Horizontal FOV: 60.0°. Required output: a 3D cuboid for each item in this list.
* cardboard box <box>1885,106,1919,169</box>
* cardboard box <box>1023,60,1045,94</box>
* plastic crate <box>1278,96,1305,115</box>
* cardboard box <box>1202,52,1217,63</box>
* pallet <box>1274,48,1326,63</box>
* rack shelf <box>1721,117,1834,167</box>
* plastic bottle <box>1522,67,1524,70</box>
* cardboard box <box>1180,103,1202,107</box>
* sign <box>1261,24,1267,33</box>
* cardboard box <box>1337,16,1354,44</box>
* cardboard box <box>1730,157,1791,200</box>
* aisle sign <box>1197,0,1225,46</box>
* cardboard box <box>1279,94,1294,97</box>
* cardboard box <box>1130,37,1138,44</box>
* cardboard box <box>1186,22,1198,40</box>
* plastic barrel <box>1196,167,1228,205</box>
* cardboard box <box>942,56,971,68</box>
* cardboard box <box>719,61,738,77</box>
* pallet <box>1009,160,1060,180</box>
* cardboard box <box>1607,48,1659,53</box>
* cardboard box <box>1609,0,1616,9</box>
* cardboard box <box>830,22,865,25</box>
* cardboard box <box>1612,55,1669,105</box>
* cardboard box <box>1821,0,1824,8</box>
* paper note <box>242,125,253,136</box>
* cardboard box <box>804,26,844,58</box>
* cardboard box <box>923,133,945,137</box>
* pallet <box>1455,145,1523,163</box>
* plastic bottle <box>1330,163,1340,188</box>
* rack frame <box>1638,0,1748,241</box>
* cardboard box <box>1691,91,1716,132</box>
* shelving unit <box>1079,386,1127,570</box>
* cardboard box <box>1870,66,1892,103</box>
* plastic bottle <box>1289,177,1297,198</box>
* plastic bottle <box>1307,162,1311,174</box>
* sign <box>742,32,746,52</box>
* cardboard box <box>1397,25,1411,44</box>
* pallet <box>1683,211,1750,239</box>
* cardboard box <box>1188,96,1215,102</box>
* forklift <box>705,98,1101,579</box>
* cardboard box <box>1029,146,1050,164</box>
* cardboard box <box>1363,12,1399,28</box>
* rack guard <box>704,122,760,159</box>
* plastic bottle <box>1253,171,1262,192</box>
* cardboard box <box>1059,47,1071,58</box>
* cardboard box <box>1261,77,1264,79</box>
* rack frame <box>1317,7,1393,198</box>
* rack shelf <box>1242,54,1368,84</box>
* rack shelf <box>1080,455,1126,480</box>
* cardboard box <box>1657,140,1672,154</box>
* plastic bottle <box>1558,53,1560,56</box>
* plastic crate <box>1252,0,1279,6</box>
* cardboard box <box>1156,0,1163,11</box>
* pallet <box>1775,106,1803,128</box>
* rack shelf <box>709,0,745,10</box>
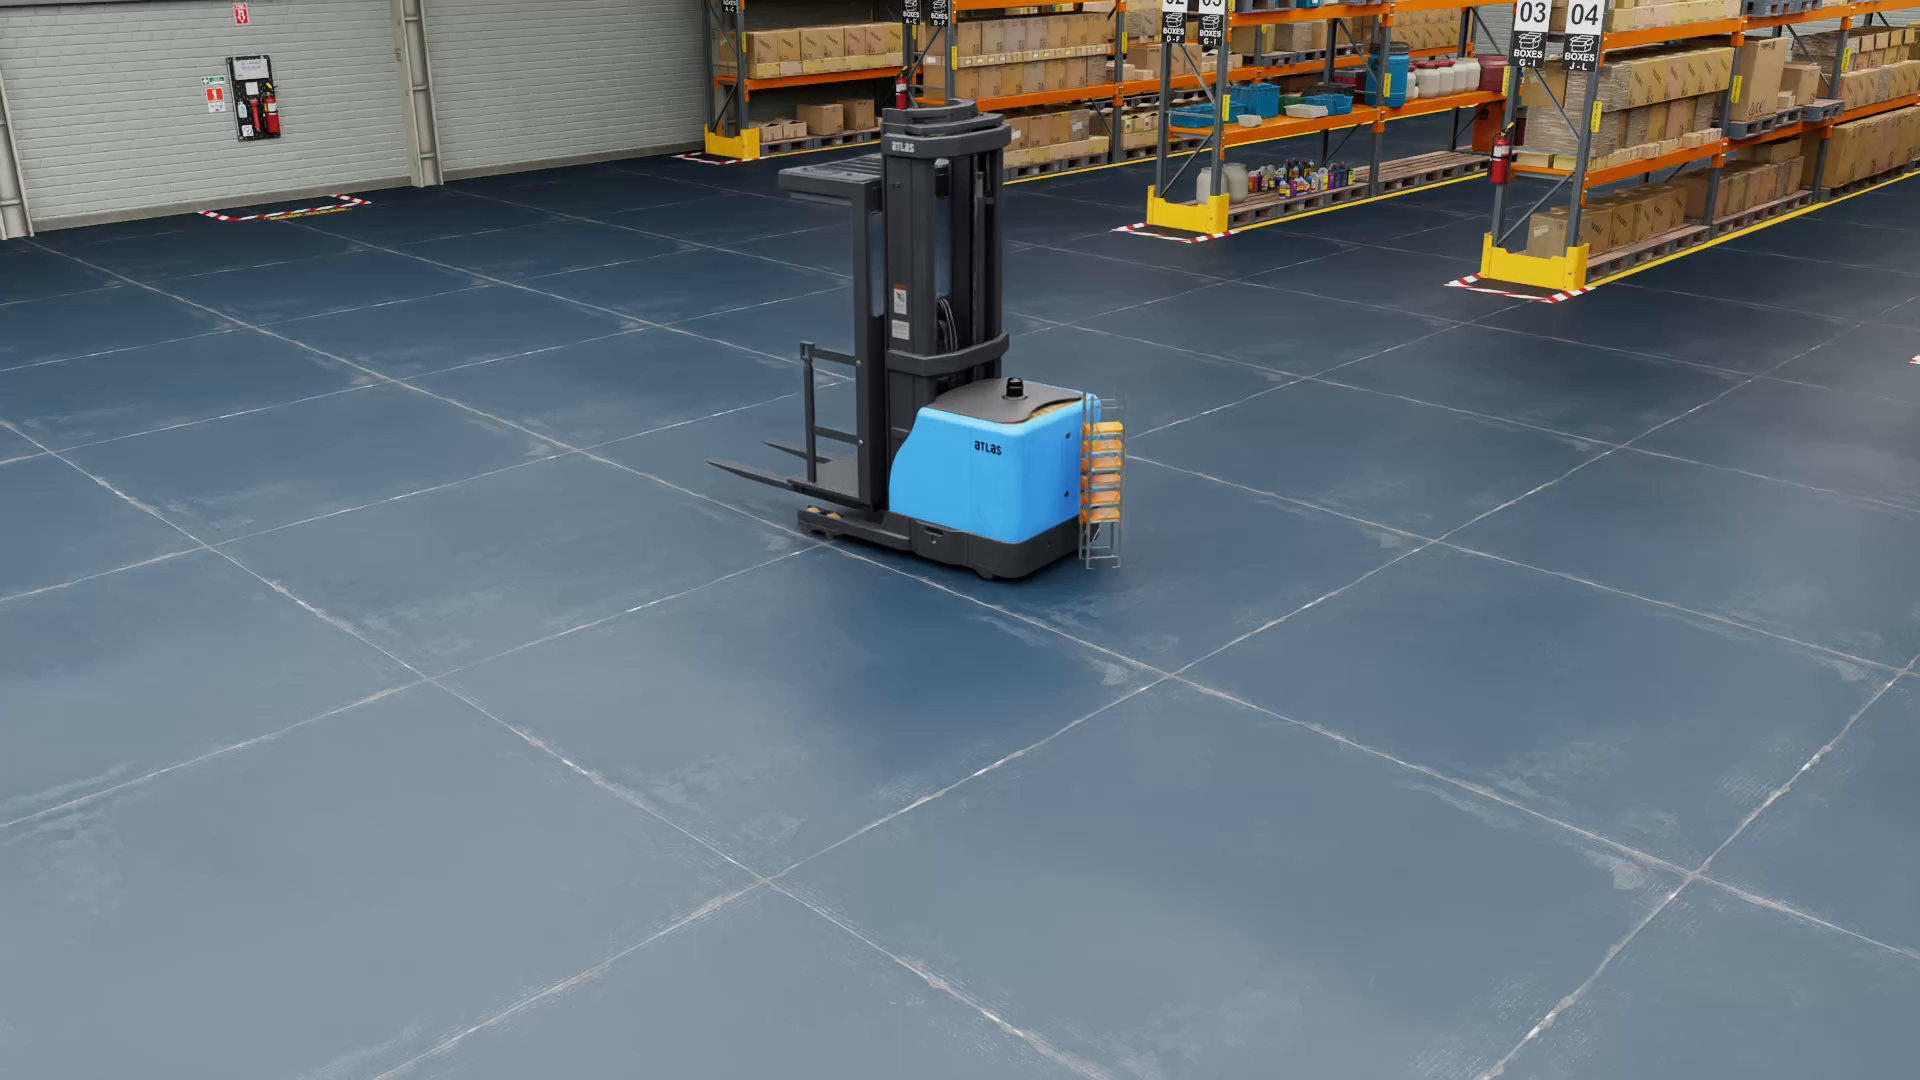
[{"bbox_3d":[14.555,-6.514,26.718,1.225,0.875,0.875,19,28,41],"label":"cardboard box"},{"bbox_3d":[0.934,-7.437,26.604,0.500,0.500,0.700,-19,28,-40],"label":"cardboard box"},{"bbox_3d":[4.709,-6.286,24.043,0.450,0.188,0.662,19,28,41],"label":"plastic crate"},{"bbox_3d":[4.339,-8.709,30.176,0.500,0.311,0.500,19,28,40],"label":"cardboard box"},{"bbox_3d":[6.455,-9.343,31.970,1.003,0.211,1.213,19,28,41],"label":"pallet"},{"bbox_3d":[10.802,-5.602,22.970,1.077,0.370,4.000,19,28,41],"label":"rack shelf"},{"bbox_3d":[9.785,-8.285,29.017,0.144,0.351,0.185,19,28,41],"label":"plastic bottle"},{"bbox_3d":[4.201,-7.646,29.751,0.500,0.311,0.500,19,28,40],"label":"cardboard box"},{"bbox_3d":[5.502,-9.334,30.065,0.100,0.325,0.005,19,28,41],"label":"sign"},{"bbox_3d":[7.401,-10.137,33.042,0.700,0.500,0.500,9,23,23],"label":"cardboard box"},{"bbox_3d":[11.366,-5.167,23.708,0.700,0.500,0.500,16,26,36],"label":"cardboard box"},{"bbox_3d":[3.227,-6.756,21.348,0.394,0.787,0.004,19,28,41],"label":"aisle sign"},{"bbox_3d":[5.985,-8.152,31.473,0.500,0.500,0.500,18,27,39],"label":"cardboard box"},{"bbox_3d":[3.575,-10.678,35.498,0.380,0.149,0.250,19,28,41],"label":"cardboard box"},{"bbox_3d":[4.730,-11.474,36.828,0.700,0.700,0.980,-20,28,-41],"label":"cardboard box"},{"bbox_3d":[3.472,-4.858,22.914,0.421,0.512,0.421,0,21,0],"label":"plastic barrel"},{"bbox_3d":[-0.051,-7.272,25.269,0.380,0.149,0.250,19,28,40],"label":"cardboard box"},{"bbox_3d":[-3.844,-8.222,28.967,0.500,0.250,0.500,-20,28,-41],"label":"cardboard box"},{"bbox_3d":[0.875,-6.093,27.132,1.003,0.211,1.213,19,28,41],"label":"pallet"},{"bbox_3d":[8.213,-5.766,20.448,0.500,0.500,0.500,19,28,41],"label":"cardboard box"},{"bbox_3d":[6.974,-5.924,18.279,0.380,0.149,0.250,19,28,40],"label":"cardboard box"},{"bbox_3d":[-2.082,-9.231,30.547,0.500,0.500,0.500,19,28,40],"label":"cardboard box"},{"bbox_3d":[7.897,-5.376,19.433,0.500,0.500,0.500,19,28,41],"label":"cardboard box"},{"bbox_3d":[11.352,-7.339,22.515,0.500,0.250,0.500,-19,28,-41],"label":"cardboard box"},{"bbox_3d":[-10.272,-5.903,23.980,0.016,0.148,0.142,19,28,41],"label":"paper note"},{"bbox_3d":[-2.414,-8.843,29.535,0.500,0.500,0.500,-19,28,-40],"label":"cardboard box"},{"bbox_3d":[-0.318,-6.350,26.117,0.500,0.500,0.500,19,28,41],"label":"cardboard box"},{"bbox_3d":[9.168,-6.603,28.458,1.003,0.211,1.213,19,28,41],"label":"pallet"},{"bbox_3d":[5.481,-5.345,24.378,0.144,0.351,0.185,18,27,38],"label":"plastic bottle"},{"bbox_3d":[9.406,-5.423,21.503,1.000,3.000,0.127,19,28,41],"label":"rack frame"},{"bbox_3d":[9.048,-5.509,21.171,0.875,0.500,0.500,19,28,41],"label":"cardboard box"},{"bbox_3d":[0.937,-0.402,10.949,0.258,1.200,0.189,-4,21,-11],"label":"shelving unit"},{"bbox_3d":[13.794,-6.949,25.333,0.500,0.500,0.500,19,28,41],"label":"cardboard box"},{"bbox_3d":[4.726,-5.014,23.611,0.133,0.283,0.061,-20,28,-41],"label":"plastic bottle"},{"bbox_3d":[5.192,-5.512,24.906,0.061,0.283,0.133,19,28,41],"label":"plastic bottle"},{"bbox_3d":[-3.642,-8.383,27.996,0.100,0.325,0.005,19,28,41],"label":"sign"},{"bbox_3d":[8.798,-10.202,33.797,0.500,0.500,0.500,-20,28,-41],"label":"cardboard box"},{"bbox_3d":[9.948,-4.322,22.525,1.003,0.211,1.213,19,28,41],"label":"pallet"},{"bbox_3d":[4.526,-8.045,30.790,0.500,0.311,0.500,-19,28,-40],"label":"cardboard box"},{"bbox_3d":[-0.520,-1.521,11.447,3.031,2.935,1.130,16,26,35],"label":"forklift"},{"bbox_3d":[1.102,-6.255,26.915,0.500,0.250,0.500,19,28,41],"label":"cardboard box"},{"bbox_3d":[8.422,-10.524,33.241,0.500,0.500,0.500,-19,28,-41],"label":"cardboard box"},{"bbox_3d":[-3.978,-6.967,29.004,1.175,0.500,0.348,19,28,41],"label":"rack guard"},{"bbox_3d":[4.307,-5.185,24.057,0.061,0.283,0.133,19,28,41],"label":"plastic bottle"},{"bbox_3d":[1.564,-7.868,26.822,0.380,0.149,0.250,19,28,40],"label":"cardboard box"},{"bbox_3d":[6.714,-11.051,39.045,0.700,0.500,0.500,19,28,41],"label":"cardboard box"},{"bbox_3d":[5.858,-6.663,24.729,1.000,3.000,0.127,19,28,41],"label":"rack frame"},{"bbox_3d":[6.497,-9.110,32.098,1.077,0.370,4.000,19,28,41],"label":"rack shelf"},{"bbox_3d":[0.937,-0.473,10.921,0.258,0.103,0.180,-4,21,-11],"label":"rack shelf"},{"bbox_3d":[8.410,-4.795,20.220,0.380,0.149,0.250,19,28,41],"label":"cardboard box"},{"bbox_3d":[10.784,-8.643,30.043,0.061,0.283,0.133,19,28,41],"label":"plastic bottle"},{"bbox_3d":[4.182,-7.593,22.990,0.392,0.384,0.575,19,28,41],"label":"plastic crate"},{"bbox_3d":[4.198,-11.560,35.842,0.500,0.250,0.500,-19,28,-41],"label":"cardboard box"},{"bbox_3d":[10.845,-5.843,22.862,1.003,0.211,1.213,19,28,41],"label":"pallet"},{"bbox_3d":[-2.636,-9.693,29.433,1.077,0.370,4.000,19,28,41],"label":"rack shelf"}]
